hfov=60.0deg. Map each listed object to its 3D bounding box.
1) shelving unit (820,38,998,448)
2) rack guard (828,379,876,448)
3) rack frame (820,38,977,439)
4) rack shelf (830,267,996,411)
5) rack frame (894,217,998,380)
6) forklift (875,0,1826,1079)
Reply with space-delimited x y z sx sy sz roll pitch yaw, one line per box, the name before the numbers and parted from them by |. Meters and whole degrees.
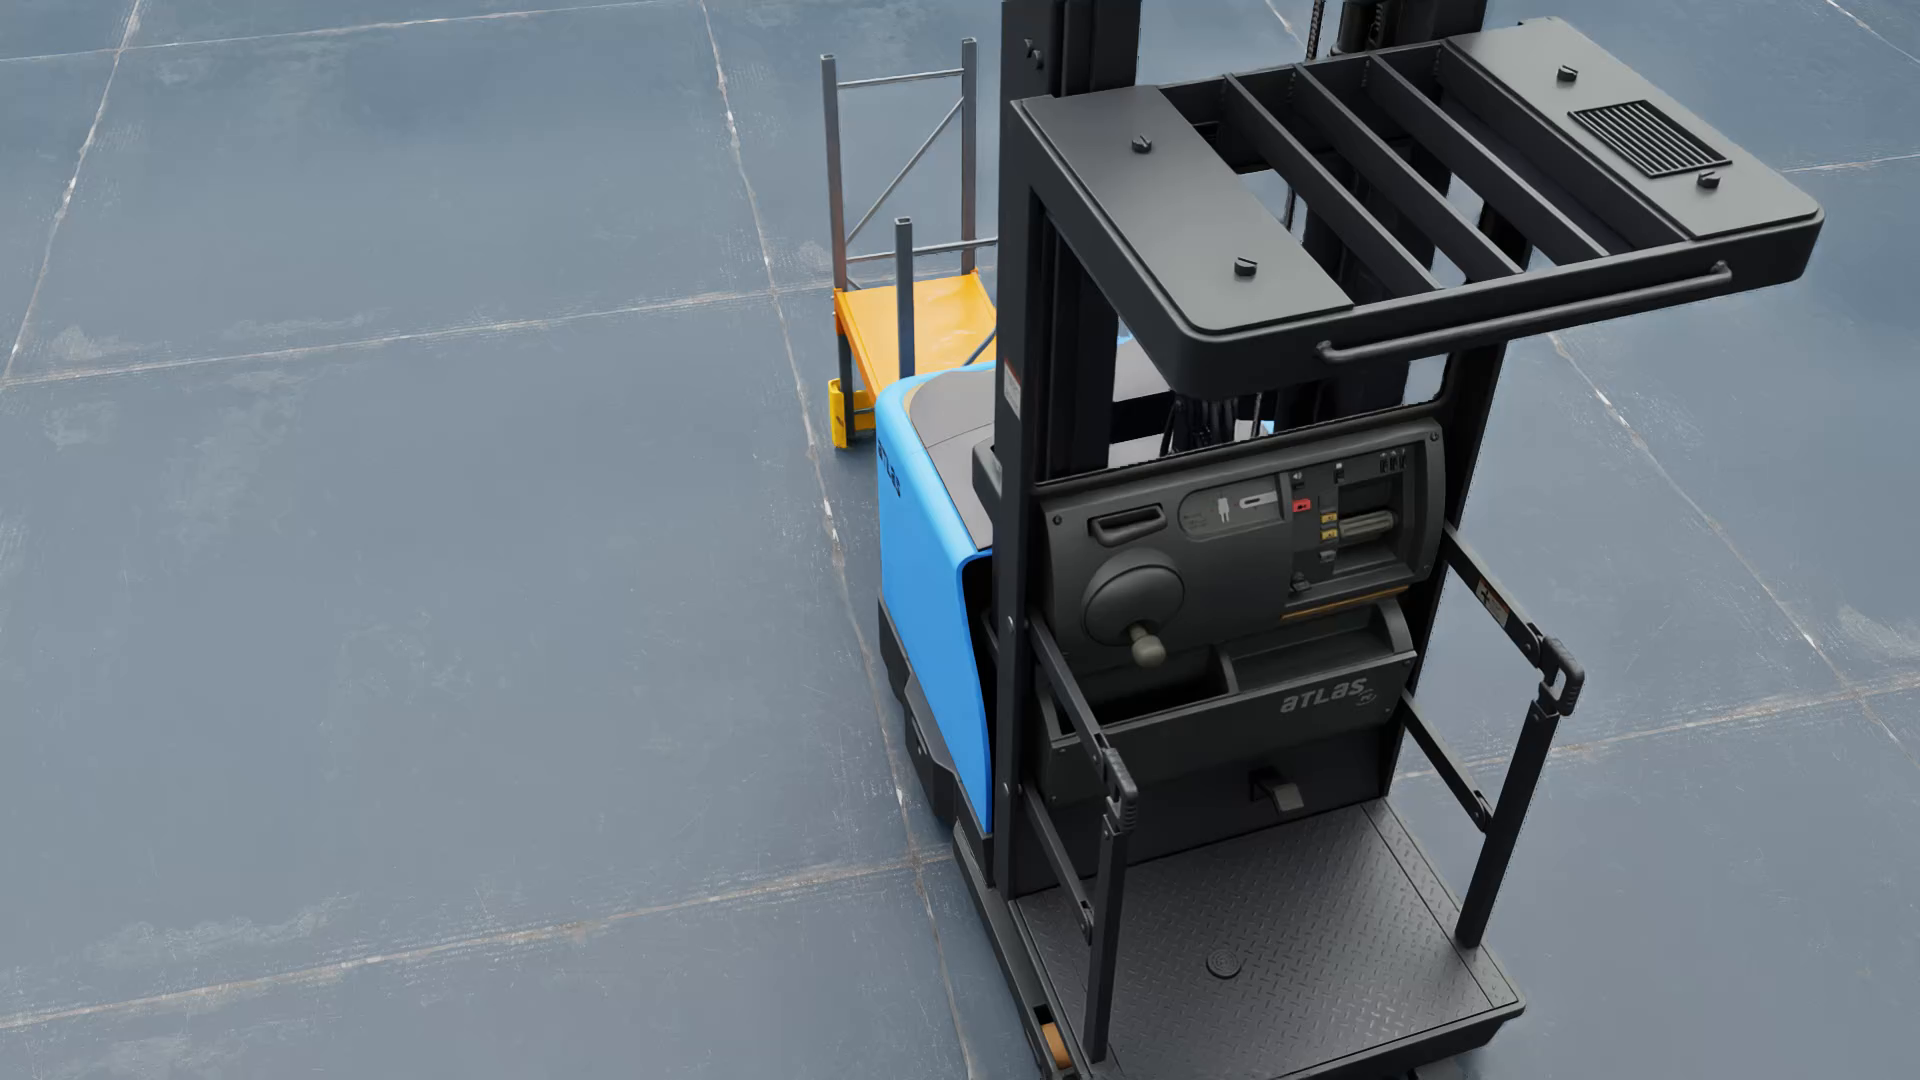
shelving unit | -0.059 -0.655 5.358 0.587 1.500 1.083 -10 43 -11
rack guard | -0.187 -0.507 6.133 0.587 0.250 0.087 -10 43 -11
rack frame | -0.192 -0.987 5.732 0.500 1.500 0.032 -10 43 -11
rack shelf | -0.061 -0.526 5.484 0.538 0.185 1.000 -10 43 -11
rack frame | 0.069 -0.334 4.997 0.500 1.500 0.032 -10 43 -11
forklift | 0.695 0.094 3.436 1.130 2.935 3.031 -12 43 -14
